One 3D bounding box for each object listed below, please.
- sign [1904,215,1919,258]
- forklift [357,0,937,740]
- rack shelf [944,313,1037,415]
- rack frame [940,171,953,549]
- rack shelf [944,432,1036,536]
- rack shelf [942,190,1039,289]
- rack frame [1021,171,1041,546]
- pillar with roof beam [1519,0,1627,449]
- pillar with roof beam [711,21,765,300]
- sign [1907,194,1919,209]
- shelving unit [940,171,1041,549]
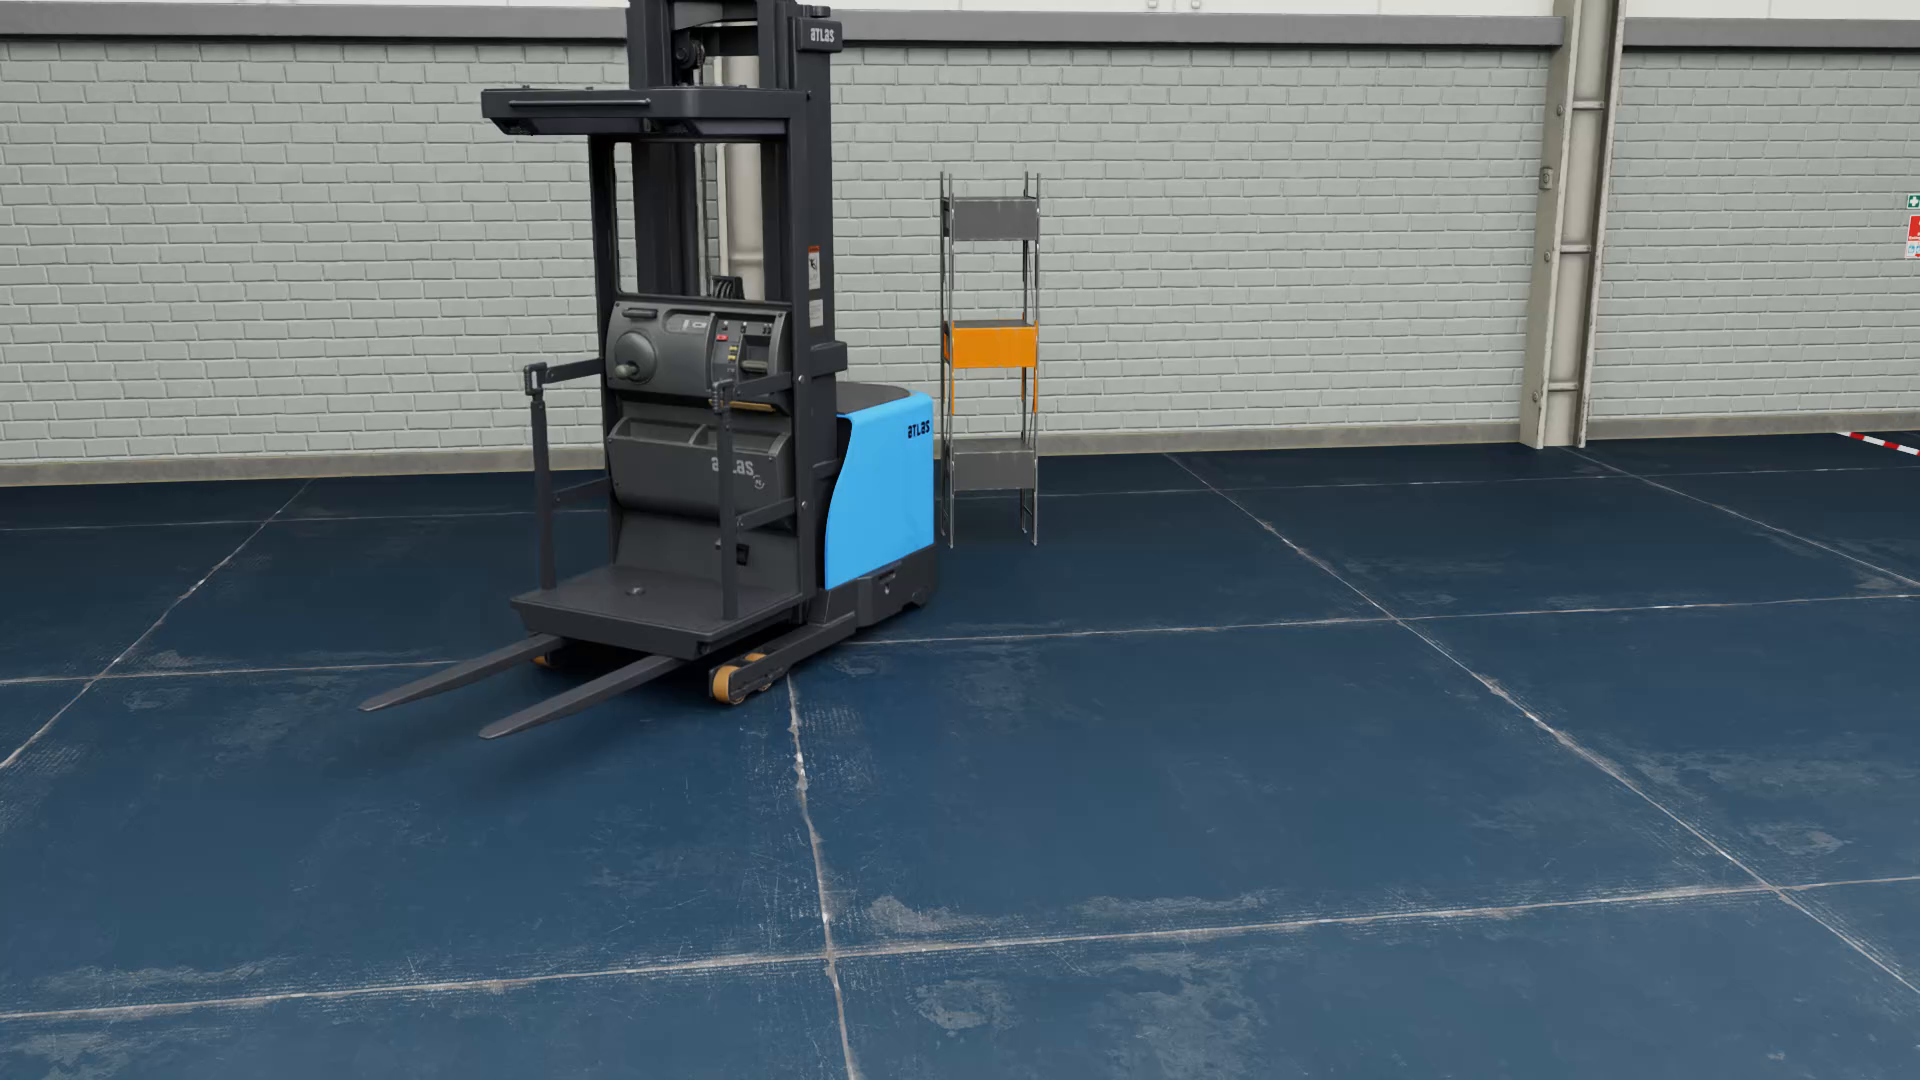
[{"bbox_3d":[7.408,-2.341,12.817,0.234,0.329,0.001,-2,14,-8],"label":"sign"},{"bbox_3d":[-1.263,-0.856,7.109,1.130,2.935,3.031,8,16,28],"label":"forklift"},{"bbox_3d":[0.164,-1.011,9.494,0.480,0.518,0.431,-2,14,-8],"label":"rack shelf"},{"bbox_3d":[-0.078,-1.016,9.455,0.015,2.100,0.400,-2,14,-8],"label":"rack frame"},{"bbox_3d":[0.164,-0.332,9.664,0.480,0.518,0.431,-2,14,-8],"label":"rack shelf"},{"bbox_3d":[0.164,-1.690,9.323,0.480,0.518,0.431,-2,14,-8],"label":"rack shelf"},{"bbox_3d":[0.405,-1.033,9.526,0.015,2.100,0.400,-2,14,-8],"label":"rack frame"},{"bbox_3d":[5.127,-4.056,7.397,0.400,9.000,9.100,-2,14,-8],"label":"pillar with roof beam"},{"bbox_3d":[-0.806,-3.839,6.530,0.400,9.000,9.100,-2,14,-8],"label":"pillar with roof beam"},{"bbox_3d":[7.413,-2.596,12.745,0.331,0.109,0.001,-2,14,-8],"label":"sign"},{"bbox_3d":[0.164,-1.024,9.490,0.503,2.100,0.431,-2,14,-8],"label":"shelving unit"}]
